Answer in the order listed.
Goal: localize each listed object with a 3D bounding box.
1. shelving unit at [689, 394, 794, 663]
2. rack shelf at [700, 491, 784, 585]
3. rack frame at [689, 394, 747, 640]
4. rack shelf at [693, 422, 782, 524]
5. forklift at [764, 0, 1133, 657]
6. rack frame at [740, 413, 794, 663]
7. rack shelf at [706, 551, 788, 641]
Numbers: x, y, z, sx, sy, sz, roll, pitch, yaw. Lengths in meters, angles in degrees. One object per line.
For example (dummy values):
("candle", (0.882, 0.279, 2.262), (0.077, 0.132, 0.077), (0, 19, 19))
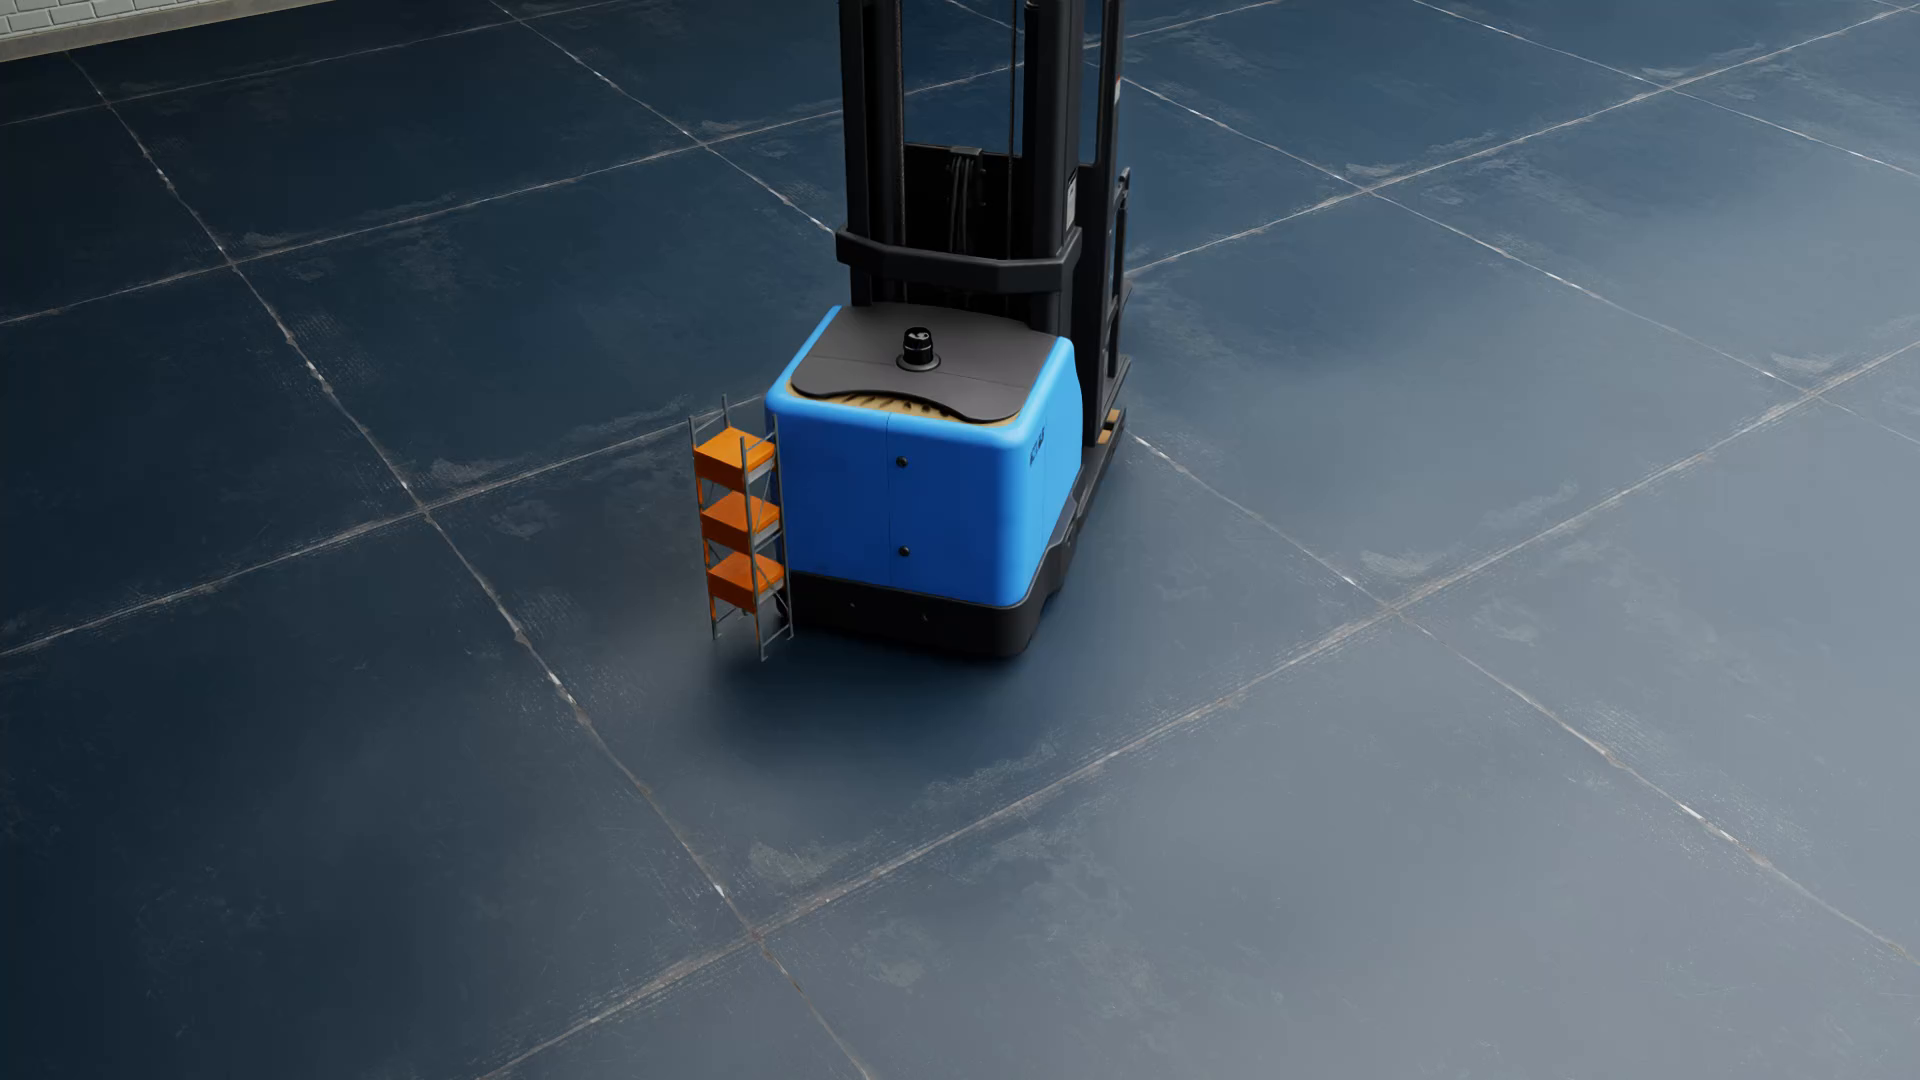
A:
("shelving unit", (-0.831, -0.031, 6.393), (0.252, 1.050, 0.215), (22, 41, 27))
("rack shelf", (-0.831, -0.022, 6.400), (0.240, 0.259, 0.215), (22, 41, 27))
("rack frame", (-0.932, -0.071, 6.450), (0.008, 1.050, 0.200), (22, 41, 27))
("rack shelf", (-0.831, -0.252, 6.234), (0.240, 0.259, 0.215), (22, 41, 27))
("forklift", (0.156, -1.594, 6.956), (1.130, 2.935, 3.031), (10, 37, 13))
("rack frame", (-0.731, 0.010, 6.337), (0.008, 1.050, 0.200), (22, 41, 27))
("rack shelf", (-0.831, 0.204, 6.562), (0.240, 0.259, 0.215), (22, 41, 27))
